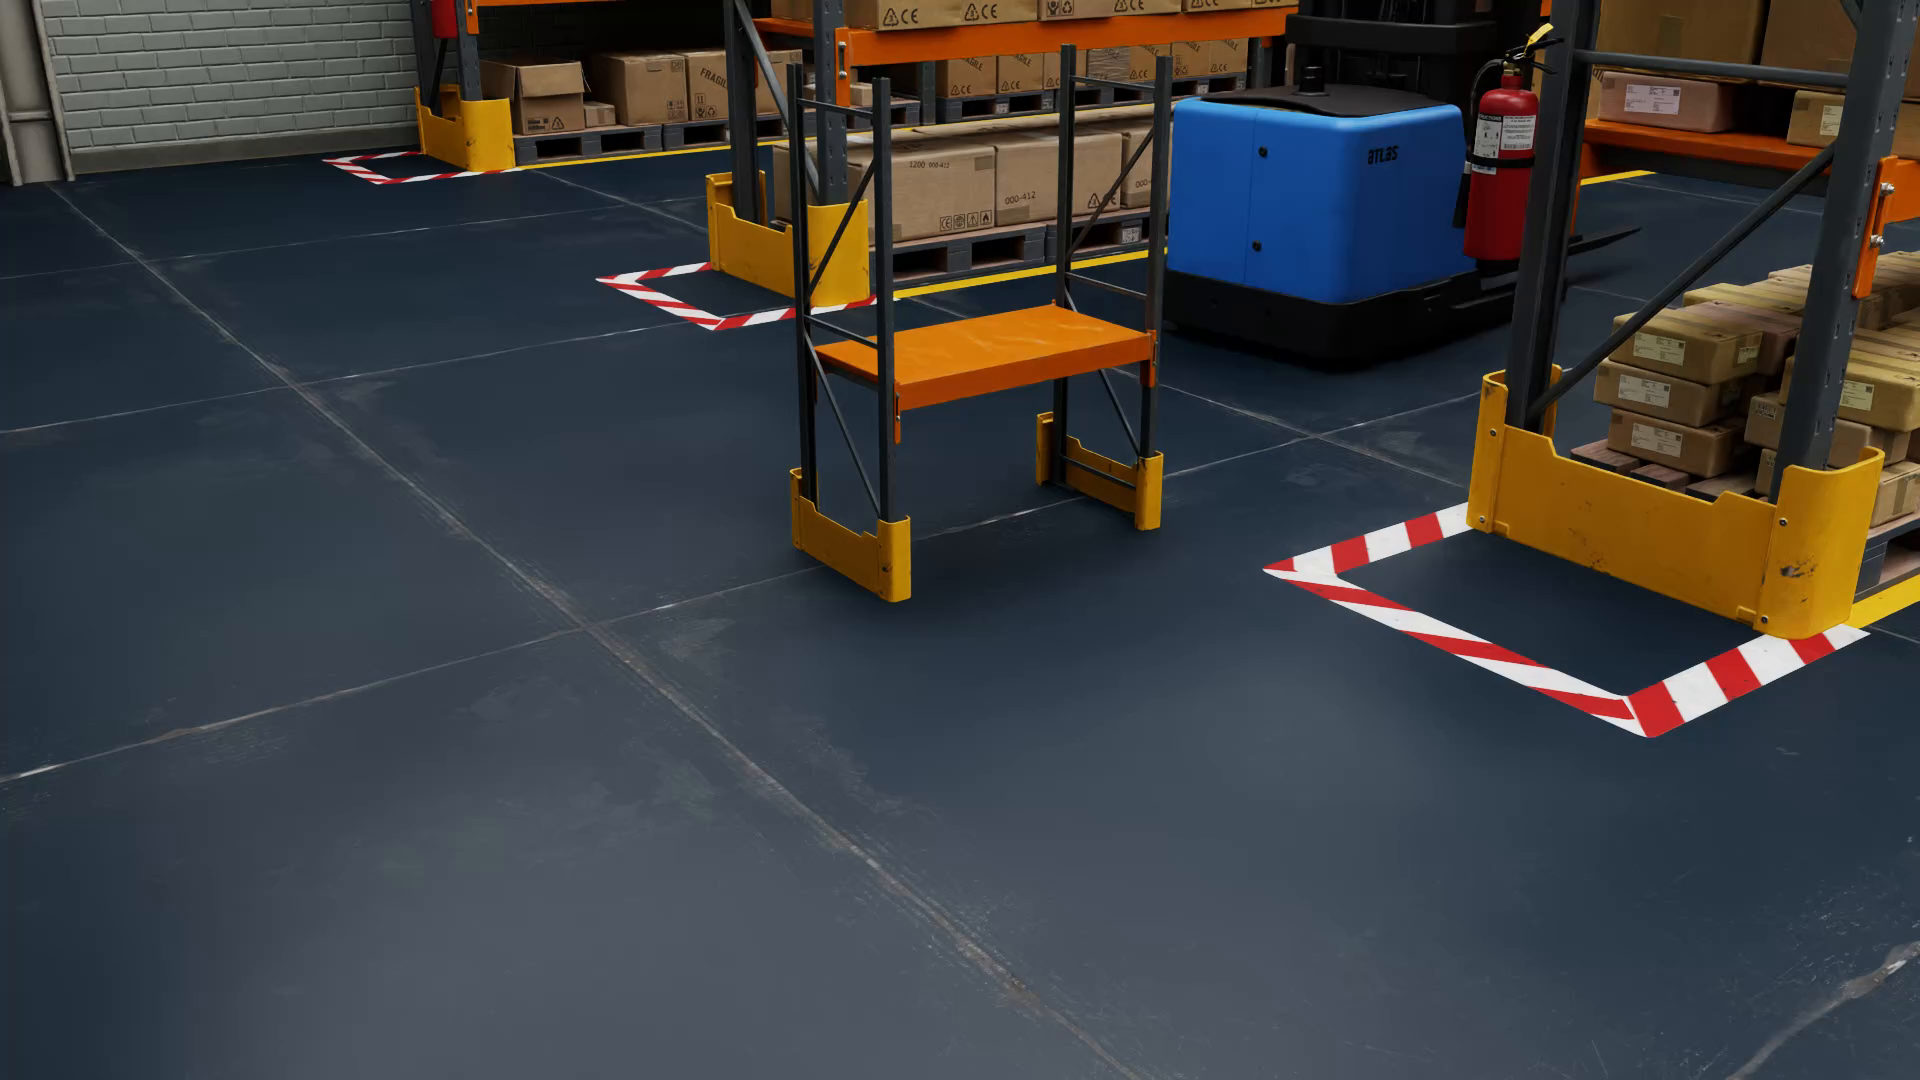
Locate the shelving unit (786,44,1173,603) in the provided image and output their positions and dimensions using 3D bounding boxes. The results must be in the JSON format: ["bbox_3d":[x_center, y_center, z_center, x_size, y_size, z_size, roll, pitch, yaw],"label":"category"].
[{"bbox_3d":[0.062,-0.713,5.160,1.083,1.500,0.587,-15,26,-33],"label":"shelving unit"}]

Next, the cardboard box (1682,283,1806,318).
[{"bbox_3d":[2.732,-0.766,5.747,0.250,0.149,0.380,-16,27,-34],"label":"cardboard box"}]

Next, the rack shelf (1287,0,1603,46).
[{"bbox_3d":[3.975,-3.729,11.664,4.000,0.370,1.077,-15,26,-33],"label":"rack shelf"}]

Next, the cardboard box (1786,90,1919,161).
[{"bbox_3d":[2.531,-1.152,4.574,0.250,0.149,0.380,-15,26,-33],"label":"cardboard box"}]

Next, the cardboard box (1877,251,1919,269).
[{"bbox_3d":[3.640,-0.967,6.250,0.250,0.149,0.380,-15,26,-33],"label":"cardboard box"}]

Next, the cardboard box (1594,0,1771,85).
[{"bbox_3d":[2.292,-1.656,4.963,0.500,0.500,0.500,-14,26,-32],"label":"cardboard box"}]

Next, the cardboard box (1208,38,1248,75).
[{"bbox_3d":[2.478,-4.866,16.350,0.500,0.500,0.500,-14,26,-31],"label":"cardboard box"}]

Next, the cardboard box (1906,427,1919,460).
[{"bbox_3d":[2.908,-0.384,5.191,0.250,0.149,0.380,-15,26,-33],"label":"cardboard box"}]

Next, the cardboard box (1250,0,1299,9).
[{"bbox_3d":[1.709,-3.386,9.700,0.500,0.500,0.500,-16,27,-34],"label":"cardboard box"}]

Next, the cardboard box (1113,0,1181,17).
[{"bbox_3d":[0.876,-3.164,9.144,0.500,0.500,0.500,-14,26,-31],"label":"cardboard box"}]

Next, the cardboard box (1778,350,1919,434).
[{"bbox_3d":[2.701,-0.455,4.967,0.250,0.149,0.380,-16,27,-35],"label":"cardboard box"}]

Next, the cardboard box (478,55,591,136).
[{"bbox_3d":[-3.246,-3.396,12.662,0.637,0.503,0.797,-16,27,-35],"label":"cardboard box"}]

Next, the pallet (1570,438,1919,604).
[{"bbox_3d":[2.819,-0.183,5.571,1.213,0.211,1.003,-15,26,-33],"label":"pallet"}]

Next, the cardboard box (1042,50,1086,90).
[{"bbox_3d":[0.807,-4.418,15.228,0.500,0.500,0.500,-16,27,-34],"label":"cardboard box"}]

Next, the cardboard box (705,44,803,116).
[{"bbox_3d":[-1.687,-3.793,13.660,0.500,0.500,0.700,-16,27,-35],"label":"cardboard box"}]

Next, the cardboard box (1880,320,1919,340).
[{"bbox_3d":[3.134,-0.567,5.248,0.250,0.149,0.380,-15,26,-33],"label":"cardboard box"}]

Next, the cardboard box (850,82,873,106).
[{"bbox_3d":[-0.832,-3.784,14.113,0.250,0.149,0.380,-16,27,-34],"label":"cardboard box"}]

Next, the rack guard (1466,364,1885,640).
[{"bbox_3d":[2.139,-0.152,5.103,0.348,0.500,1.175,-15,26,-33],"label":"rack guard"}]

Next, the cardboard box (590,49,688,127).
[{"bbox_3d":[-2.529,-3.568,13.097,0.500,0.500,0.700,-14,26,-31],"label":"cardboard box"}]

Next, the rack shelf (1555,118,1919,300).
[{"bbox_3d":[3.701,-1.396,5.817,4.000,0.370,1.077,-15,26,-33],"label":"rack shelf"}]

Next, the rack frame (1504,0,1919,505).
[{"bbox_3d":[2.077,-1.297,4.599,0.127,3.000,1.000,-15,26,-33],"label":"rack frame"}]

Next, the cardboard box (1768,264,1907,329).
[{"bbox_3d":[3.165,-0.878,6.027,0.250,0.149,0.380,-14,26,-31],"label":"cardboard box"}]

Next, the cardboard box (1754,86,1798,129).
[{"bbox_3d":[2.400,-1.378,5.142,0.250,0.149,0.380,-15,26,-33],"label":"cardboard box"}]

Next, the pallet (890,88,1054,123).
[{"bbox_3d":[0.087,-4.015,15.173,1.213,0.211,1.003,-15,26,-33],"label":"pallet"}]

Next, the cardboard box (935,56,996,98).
[{"bbox_3d":[-0.027,-4.194,14.664,0.500,0.500,0.500,-14,25,-31],"label":"cardboard box"}]

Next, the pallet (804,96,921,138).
[{"bbox_3d":[-1.109,-3.679,14.331,1.213,0.211,1.003,-15,26,-33],"label":"pallet"}]

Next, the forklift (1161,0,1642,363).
[{"bbox_3d":[2.377,-2.578,7.902,3.031,2.935,1.130,-19,28,-39],"label":"forklift"}]

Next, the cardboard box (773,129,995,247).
[{"bbox_3d":[-0.419,-1.942,9.107,0.875,0.438,0.875,-16,27,-35],"label":"cardboard box"}]

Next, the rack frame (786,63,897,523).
[{"bbox_3d":[-0.343,-0.605,4.889,0.032,1.500,0.500,-15,26,-33],"label":"rack frame"}]

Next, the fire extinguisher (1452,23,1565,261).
[{"bbox_3d":[1.603,-1.172,4.894,0.183,0.674,0.296,-15,26,-33],"label":"fire extinguisher"}]

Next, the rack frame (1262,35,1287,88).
[{"bbox_3d":[2.351,-3.630,10.446,0.127,3.000,1.000,-15,26,-33],"label":"rack frame"}]

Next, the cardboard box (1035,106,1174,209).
[{"bbox_3d":[1.052,-2.337,10.097,0.875,0.438,0.875,-16,27,-34],"label":"cardboard box"}]

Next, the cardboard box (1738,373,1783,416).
[{"bbox_3d":[2.582,-0.546,5.597,0.250,0.149,0.380,-16,27,-34],"label":"cardboard box"}]

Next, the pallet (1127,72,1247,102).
[{"bbox_3d":[2.068,-4.543,16.496,1.213,0.211,1.003,-15,26,-33],"label":"pallet"}]

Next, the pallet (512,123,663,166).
[{"bbox_3d":[-3.089,-3.151,13.008,1.213,0.211,1.003,-15,26,-33],"label":"pallet"}]

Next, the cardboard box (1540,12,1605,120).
[{"bbox_3d":[4.262,-3.388,12.139,0.875,0.875,0.875,-15,26,-32],"label":"cardboard box"}]

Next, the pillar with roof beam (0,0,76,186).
[{"bbox_3d":[-3.999,-5.435,6.876,0.400,9.000,9.100,-15,26,-33],"label":"pillar with roof beam"}]

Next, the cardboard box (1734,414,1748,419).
[{"bbox_3d":[2.532,-0.431,5.708,0.250,0.149,0.380,-14,26,-31],"label":"cardboard box"}]

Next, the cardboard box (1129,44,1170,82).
[{"bbox_3d":[1.643,-4.647,15.800,0.500,0.500,0.500,-14,25,-31],"label":"cardboard box"}]

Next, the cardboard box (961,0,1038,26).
[{"bbox_3d":[0.056,-2.946,8.597,0.500,0.500,0.500,-15,26,-34],"label":"cardboard box"}]

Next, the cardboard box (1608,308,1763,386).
[{"bbox_3d":[2.359,-0.635,5.417,0.250,0.149,0.380,-15,26,-32],"label":"cardboard box"}]

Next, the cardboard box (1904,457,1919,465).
[{"bbox_3d":[2.854,-0.266,5.296,0.250,0.149,0.380,-15,26,-33],"label":"cardboard box"}]

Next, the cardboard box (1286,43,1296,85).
[{"bbox_3d":[2.808,-2.996,11.158,0.875,0.875,0.875,-14,26,-31],"label":"cardboard box"}]

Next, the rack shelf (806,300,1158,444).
[{"bbox_3d":[0.069,-0.548,5.231,1.000,0.185,0.538,-15,26,-33],"label":"rack shelf"}]

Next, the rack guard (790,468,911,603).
[{"bbox_3d":[-0.342,-0.025,5.121,0.087,0.250,0.587,-15,26,-33],"label":"rack guard"}]

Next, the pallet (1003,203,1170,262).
[{"bbox_3d":[0.697,-1.928,9.944,1.213,0.211,1.003,-15,26,-33],"label":"pallet"}]

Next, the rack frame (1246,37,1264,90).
[{"bbox_3d":[2.696,-5.988,16.356,0.127,3.000,1.000,-15,26,-33],"label":"rack frame"}]
